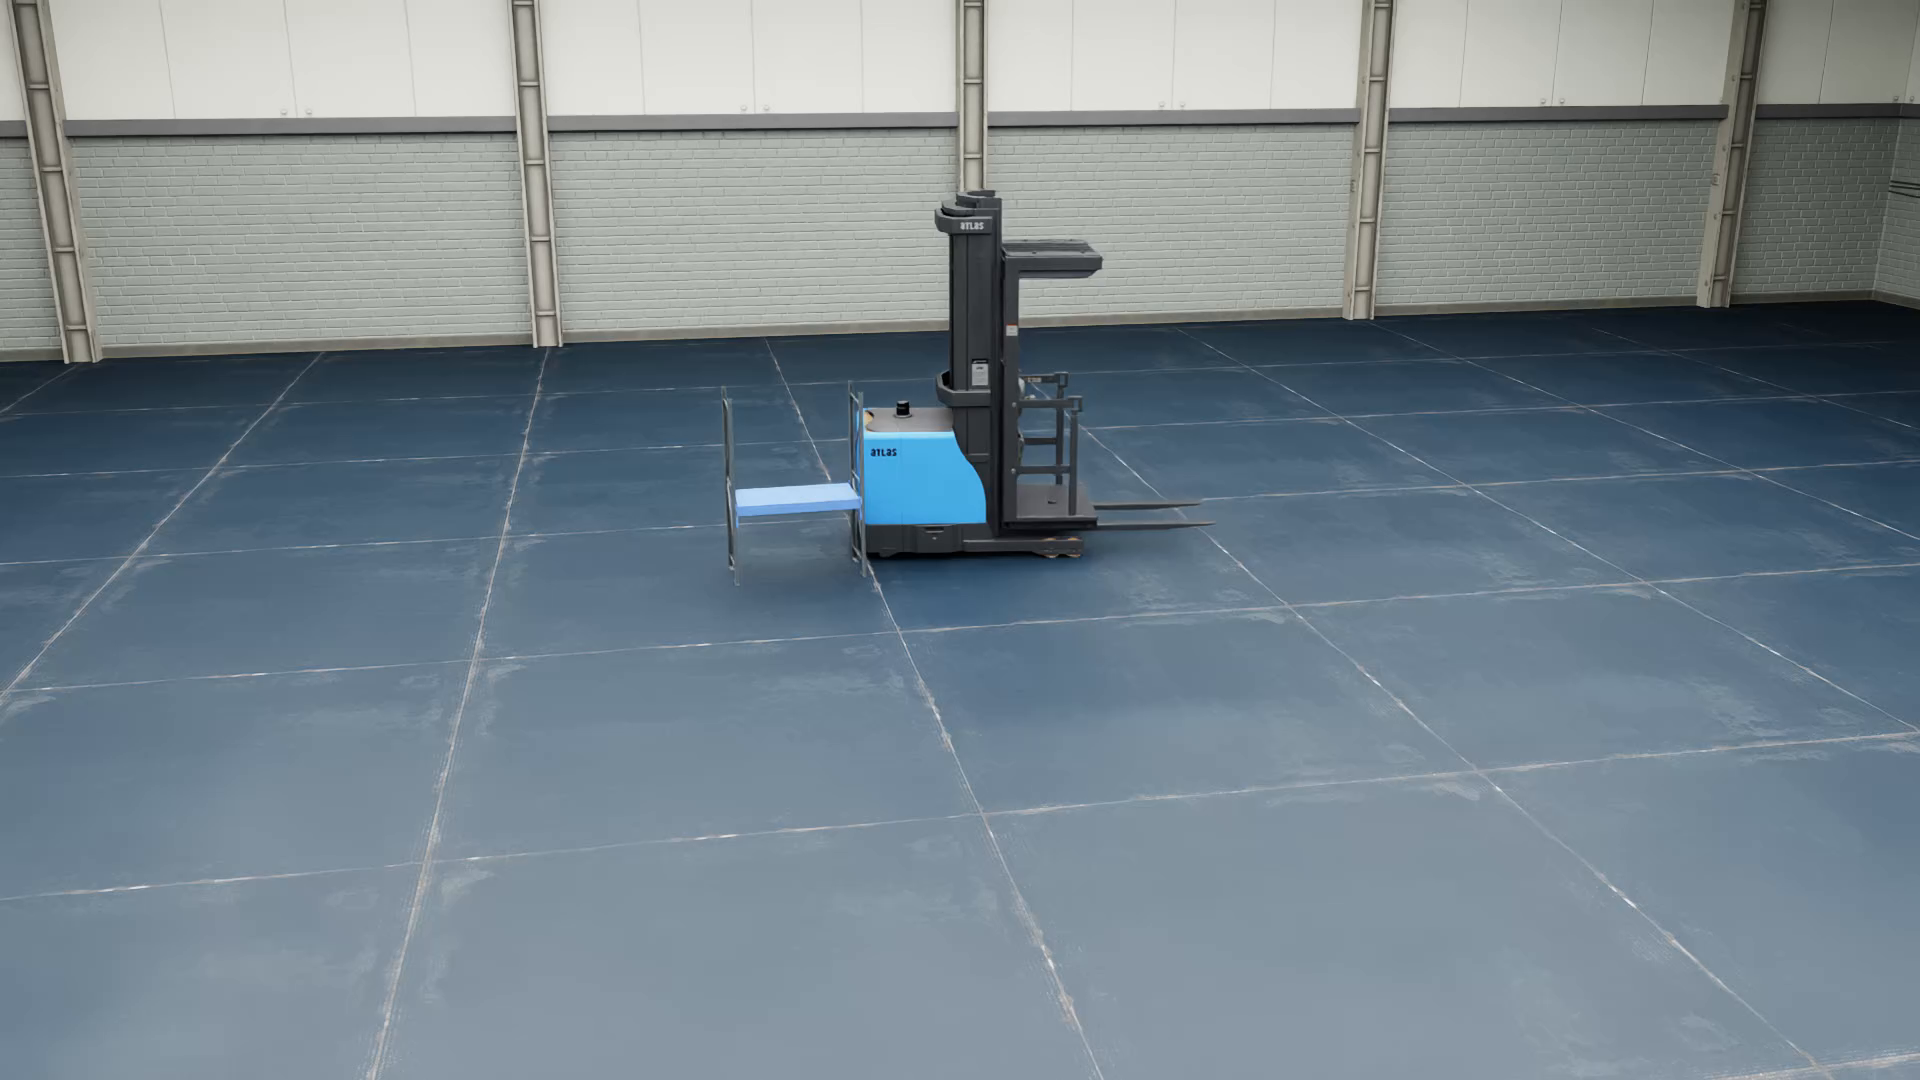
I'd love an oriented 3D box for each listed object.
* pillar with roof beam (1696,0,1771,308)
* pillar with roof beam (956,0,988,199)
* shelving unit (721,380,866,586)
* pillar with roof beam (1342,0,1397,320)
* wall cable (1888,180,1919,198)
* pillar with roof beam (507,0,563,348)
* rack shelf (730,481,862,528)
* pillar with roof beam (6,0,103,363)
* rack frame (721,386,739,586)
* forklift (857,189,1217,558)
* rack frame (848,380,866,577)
[{"bbox_3d":[12.761,-6.776,21.047,0.400,9.000,9.100,-3,17,-10],"label":"pillar with roof beam"},{"bbox_3d":[0.979,-6.108,18.871,0.400,9.000,9.100,-3,17,-10],"label":"pillar with roof beam"},{"bbox_3d":[-1.322,-0.461,13.258,1.048,1.500,0.538,-4,18,-13],"label":"shelving unit"},{"bbox_3d":[6.870,-6.442,19.959,0.400,9.000,9.100,-3,17,-10],"label":"pillar with roof beam"},{"bbox_3d":[15.088,-6.316,24.837,0.112,2.526,3.097,-3,17,-10],"label":"wall cable"},{"bbox_3d":[-4.912,-5.774,17.783,0.400,9.000,9.100,-3,17,-10],"label":"pillar with roof beam"},{"bbox_3d":[-1.322,-0.289,13.311,1.000,0.185,0.538,-4,18,-13],"label":"rack shelf"},{"bbox_3d":[-10.803,-5.440,16.695,0.400,9.000,9.100,-3,17,-10],"label":"pillar with roof beam"},{"bbox_3d":[-1.816,-0.426,13.144,0.032,1.500,0.500,-4,18,-13],"label":"rack frame"},{"bbox_3d":[0.638,-1.404,13.890,3.031,2.935,1.130,-1,17,-3],"label":"forklift"},{"bbox_3d":[-0.828,-0.496,13.372,0.032,1.500,0.500,-4,18,-13],"label":"rack frame"}]
